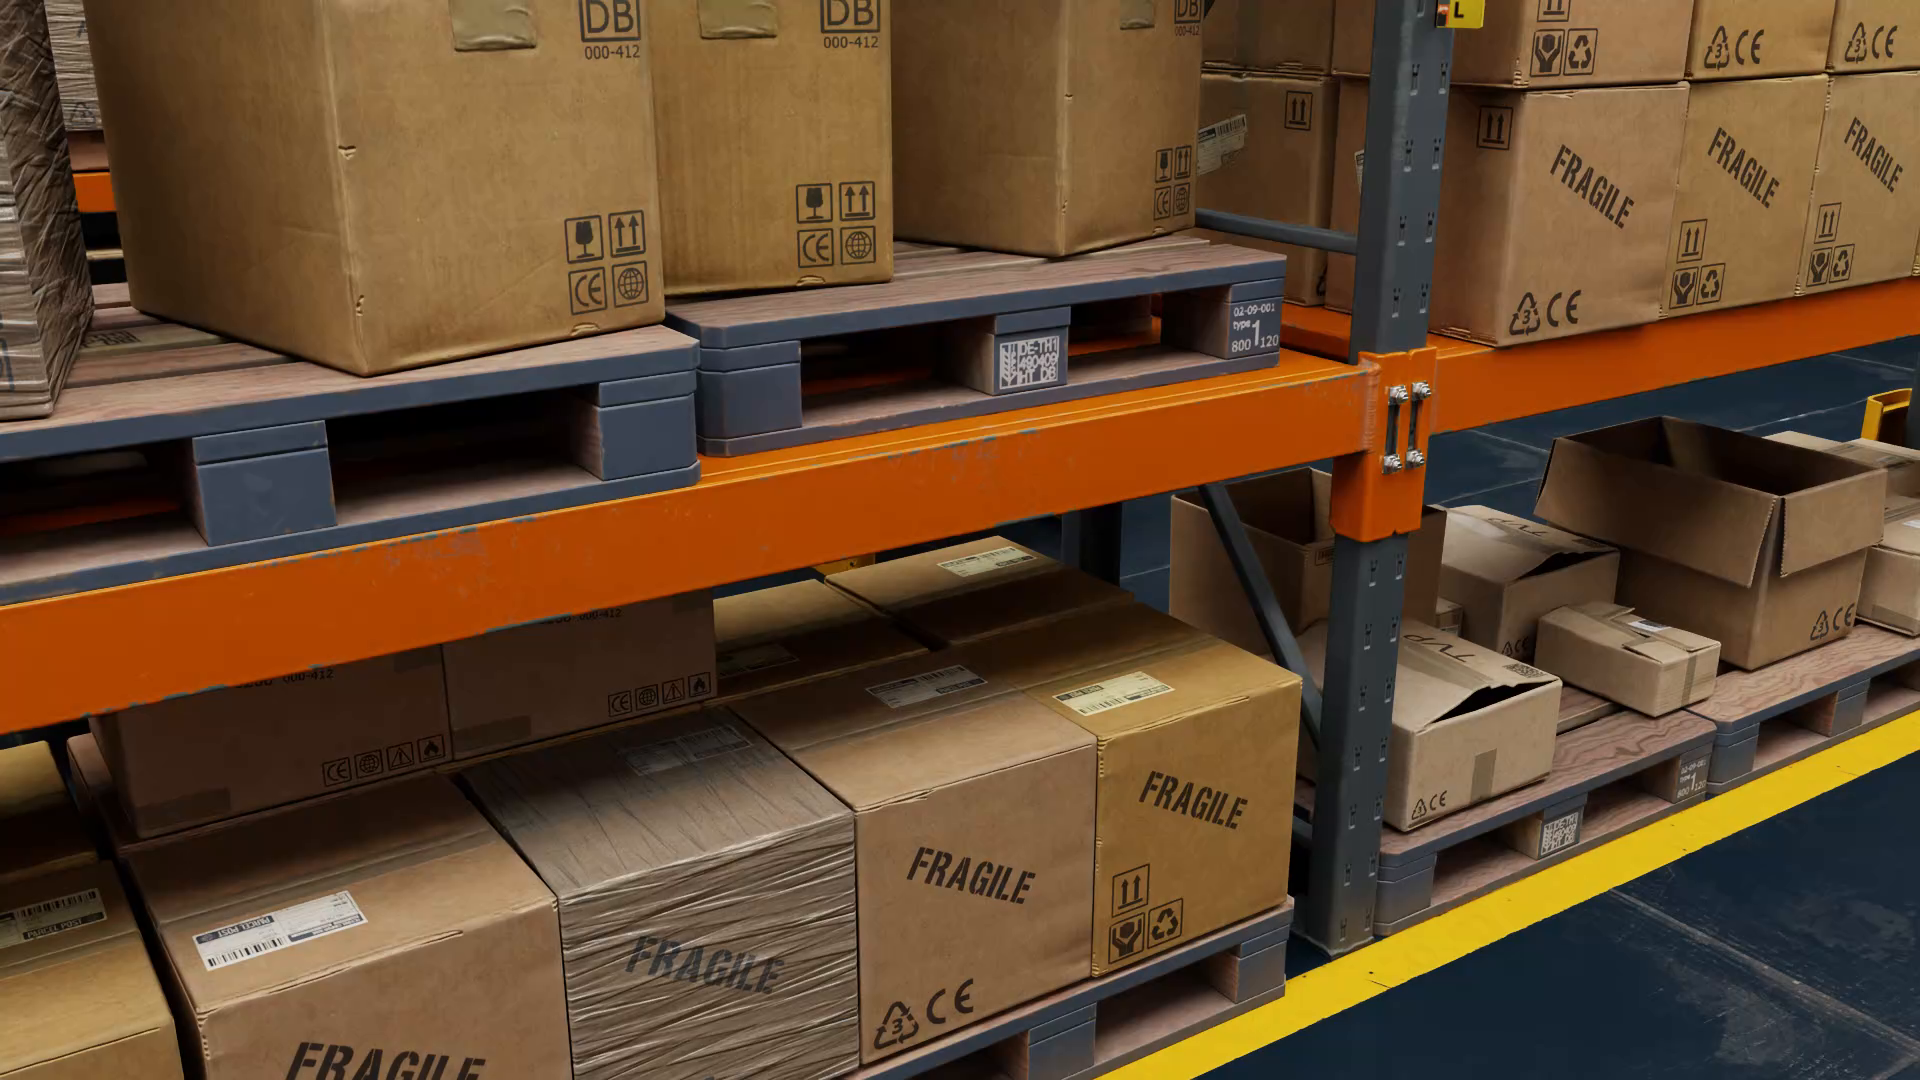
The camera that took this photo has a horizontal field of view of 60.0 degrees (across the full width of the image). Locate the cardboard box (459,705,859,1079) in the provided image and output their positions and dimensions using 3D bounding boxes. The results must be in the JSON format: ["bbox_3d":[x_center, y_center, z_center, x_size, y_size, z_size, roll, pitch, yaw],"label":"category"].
[{"bbox_3d":[-0.515,0.651,2.852,0.500,0.500,0.500,-12,22,-31],"label":"cardboard box"}]

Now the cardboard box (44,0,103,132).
[{"bbox_3d":[-3.243,-1.856,6.399,0.500,0.500,0.500,-12,22,-31],"label":"cardboard box"}]

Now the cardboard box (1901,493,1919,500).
[{"bbox_3d":[3.211,-0.023,5.367,0.250,0.166,0.380,-12,22,-31],"label":"cardboard box"}]

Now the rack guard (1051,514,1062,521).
[{"bbox_3d":[0.352,-0.193,6.425,0.087,0.250,0.587,-12,22,-31],"label":"rack guard"}]

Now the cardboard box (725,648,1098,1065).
[{"bbox_3d":[-0.096,0.563,3.112,0.500,0.500,0.500,-12,22,-31],"label":"cardboard box"}]

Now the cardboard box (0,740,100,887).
[{"bbox_3d":[-1.680,0.700,2.706,0.500,0.500,0.500,-13,23,-33],"label":"cardboard box"}]

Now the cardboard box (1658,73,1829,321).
[{"bbox_3d":[1.578,-0.817,3.821,0.500,0.500,0.500,-11,22,-30],"label":"cardboard box"}]

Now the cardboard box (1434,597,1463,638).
[{"bbox_3d":[1.176,0.222,4.668,0.250,0.149,0.380,-12,22,-31],"label":"cardboard box"}]

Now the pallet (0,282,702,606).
[{"bbox_3d":[-1.143,-0.210,2.481,1.213,0.211,1.003,-12,22,-31],"label":"pallet"}]

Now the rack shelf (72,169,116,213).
[{"bbox_3d":[-3.822,-1.293,6.508,4.000,0.370,1.077,-12,22,-31],"label":"rack shelf"}]

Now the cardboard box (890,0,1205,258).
[{"bbox_3d":[0.058,-0.884,3.364,0.700,0.500,0.500,14,23,35],"label":"cardboard box"}]

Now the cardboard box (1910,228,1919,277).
[{"bbox_3d":[2.421,-0.994,4.346,0.500,0.500,0.500,-12,22,-32],"label":"cardboard box"}]

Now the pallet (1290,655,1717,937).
[{"bbox_3d":[1.150,0.539,4.321,1.213,0.211,1.003,-12,22,-31],"label":"pallet"}]

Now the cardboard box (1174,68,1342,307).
[{"bbox_3d":[0.853,-0.865,3.965,0.500,0.500,0.500,-11,22,-31],"label":"cardboard box"}]

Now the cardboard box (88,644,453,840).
[{"bbox_3d":[-1.216,0.244,2.885,0.500,0.250,0.500,-12,22,-32],"label":"cardboard box"}]

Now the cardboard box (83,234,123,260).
[{"bbox_3d":[-3.363,-0.860,6.805,0.750,0.750,0.750,-11,22,-30],"label":"cardboard box"}]

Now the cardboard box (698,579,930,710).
[{"bbox_3d":[-0.401,0.431,3.501,0.500,0.500,0.500,-12,22,-31],"label":"cardboard box"}]

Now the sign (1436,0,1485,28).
[{"bbox_3d":[0.884,-1.062,2.895,0.005,0.325,0.100,-12,22,-31],"label":"sign"}]

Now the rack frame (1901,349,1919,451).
[{"bbox_3d":[3.917,-1.366,5.601,0.127,3.000,1.000,-12,22,-31],"label":"rack frame"}]

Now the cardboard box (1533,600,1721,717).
[{"bbox_3d":[1.763,0.301,4.407,0.250,0.166,0.380,-12,22,-31],"label":"cardboard box"}]

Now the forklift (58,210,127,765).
[{"bbox_3d":[-2.324,-0.971,4.540,3.031,2.935,1.130,-11,21,-29],"label":"forklift"}]

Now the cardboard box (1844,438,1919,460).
[{"bbox_3d":[3.378,-0.242,6.041,0.250,0.149,0.380,-12,22,-31],"label":"cardboard box"}]

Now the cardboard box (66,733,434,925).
[{"bbox_3d":[-1.245,0.606,2.984,0.500,0.500,0.500,-13,23,-33],"label":"cardboard box"}]

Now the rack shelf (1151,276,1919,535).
[{"bbox_3d":[2.247,-0.673,4.675,4.000,0.370,1.077,-12,22,-31],"label":"rack shelf"}]

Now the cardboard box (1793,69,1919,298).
[{"bbox_3d":[1.997,-0.904,4.079,0.500,0.500,0.500,-12,22,-32],"label":"cardboard box"}]

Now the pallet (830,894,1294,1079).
[{"bbox_3d":[-0.082,0.813,3.510,1.213,0.211,1.003,-12,22,-31],"label":"pallet"}]

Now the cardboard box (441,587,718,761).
[{"bbox_3d":[-0.797,0.155,3.147,0.500,0.250,0.500,-12,22,-31],"label":"cardboard box"}]

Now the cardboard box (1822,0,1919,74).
[{"bbox_3d":[1.985,-1.372,3.901,0.500,0.500,0.500,-13,22,-33],"label":"cardboard box"}]

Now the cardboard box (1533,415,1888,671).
[{"bbox_3d":[2.142,-0.019,4.830,0.637,0.503,0.797,-12,22,-31],"label":"cardboard box"}]

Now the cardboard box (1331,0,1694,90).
[{"bbox_3d":[1.124,-1.190,3.364,0.500,0.500,0.500,-11,22,-30],"label":"cardboard box"}]

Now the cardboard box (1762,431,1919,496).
[{"bbox_3d":[2.889,-0.164,5.652,0.500,0.250,0.500,-12,22,-31],"label":"cardboard box"}]

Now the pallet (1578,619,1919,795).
[{"bbox_3d":[2.170,0.323,4.961,1.213,0.211,1.003,-12,22,-31],"label":"pallet"}]

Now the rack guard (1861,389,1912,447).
[{"bbox_3d":[3.853,-0.168,5.962,0.348,0.500,1.175,-12,22,-31],"label":"rack guard"}]

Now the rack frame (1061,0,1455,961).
[{"bbox_3d":[0.576,-0.661,3.517,0.127,3.000,1.000,-12,22,-31],"label":"rack frame"}]

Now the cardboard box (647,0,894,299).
[{"bbox_3d":[-0.482,-0.746,2.956,0.500,0.500,0.700,-8,20,-23],"label":"cardboard box"}]

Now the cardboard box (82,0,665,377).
[{"bbox_3d":[-0.865,-0.580,2.465,0.700,0.500,0.500,16,24,39],"label":"cardboard box"}]

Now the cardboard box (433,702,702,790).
[{"bbox_3d":[-0.823,0.517,3.247,0.500,0.500,0.500,-12,22,-31],"label":"cardboard box"}]

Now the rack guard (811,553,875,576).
[{"bbox_3d":[-0.480,-0.017,5.906,0.087,0.250,0.587,-12,22,-31],"label":"rack guard"}]

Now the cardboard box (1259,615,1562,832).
[{"bbox_3d":[1.046,0.388,3.925,0.500,0.311,0.500,-12,22,-31],"label":"cardboard box"}]

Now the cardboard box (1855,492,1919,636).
[{"bbox_3d":[2.788,0.049,5.022,0.500,0.250,0.500,-12,22,-31],"label":"cardboard box"}]

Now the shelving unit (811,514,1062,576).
[{"bbox_3d":[-0.064,-0.697,5.965,1.083,1.500,0.587,-12,22,-31],"label":"shelving unit"}]

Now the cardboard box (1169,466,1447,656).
[{"bbox_3d":[0.896,0.138,4.369,0.500,0.500,0.500,-12,22,-31],"label":"cardboard box"}]

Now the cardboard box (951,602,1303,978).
[{"bbox_3d":[0.322,0.478,3.363,0.500,0.500,0.500,-12,22,-32],"label":"cardboard box"}]

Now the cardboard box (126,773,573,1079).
[{"bbox_3d":[-0.938,0.741,2.585,0.500,0.500,0.500,-13,23,-33],"label":"cardboard box"}]

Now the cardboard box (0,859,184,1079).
[{"bbox_3d":[-1.371,0.835,2.309,0.500,0.500,0.500,-12,22,-32],"label":"cardboard box"}]

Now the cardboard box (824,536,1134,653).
[{"bbox_3d":[0.038,0.334,3.788,0.500,0.500,0.500,-13,23,-34],"label":"cardboard box"}]

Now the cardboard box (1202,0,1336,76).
[{"bbox_3d":[0.856,-1.341,3.810,0.500,0.500,0.500,-12,22,-31],"label":"cardboard box"}]

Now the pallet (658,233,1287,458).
[{"bbox_3d":[-0.151,-0.459,3.218,1.213,0.211,1.003,-12,22,-31],"label":"pallet"}]

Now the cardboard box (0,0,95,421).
[{"bbox_3d":[-1.432,-0.454,2.093,0.500,0.500,0.700,-8,20,-21],"label":"cardboard box"}]

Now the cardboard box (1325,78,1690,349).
[{"bbox_3d":[1.152,-0.726,3.551,0.500,0.500,0.500,-11,22,-30],"label":"cardboard box"}]

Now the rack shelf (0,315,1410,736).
[{"bbox_3d":[-1.094,0.032,2.591,4.000,0.370,1.077,-12,22,-31],"label":"rack shelf"}]

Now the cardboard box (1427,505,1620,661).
[{"bbox_3d":[1.522,0.096,4.790,0.500,0.311,0.500,-12,22,-31],"label":"cardboard box"}]

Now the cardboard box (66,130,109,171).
[{"bbox_3d":[-3.363,-1.529,6.444,0.250,0.149,0.380,-13,22,-33],"label":"cardboard box"}]

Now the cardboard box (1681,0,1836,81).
[{"bbox_3d":[1.555,-1.281,3.633,0.500,0.500,0.500,-13,22,-33],"label":"cardboard box"}]
